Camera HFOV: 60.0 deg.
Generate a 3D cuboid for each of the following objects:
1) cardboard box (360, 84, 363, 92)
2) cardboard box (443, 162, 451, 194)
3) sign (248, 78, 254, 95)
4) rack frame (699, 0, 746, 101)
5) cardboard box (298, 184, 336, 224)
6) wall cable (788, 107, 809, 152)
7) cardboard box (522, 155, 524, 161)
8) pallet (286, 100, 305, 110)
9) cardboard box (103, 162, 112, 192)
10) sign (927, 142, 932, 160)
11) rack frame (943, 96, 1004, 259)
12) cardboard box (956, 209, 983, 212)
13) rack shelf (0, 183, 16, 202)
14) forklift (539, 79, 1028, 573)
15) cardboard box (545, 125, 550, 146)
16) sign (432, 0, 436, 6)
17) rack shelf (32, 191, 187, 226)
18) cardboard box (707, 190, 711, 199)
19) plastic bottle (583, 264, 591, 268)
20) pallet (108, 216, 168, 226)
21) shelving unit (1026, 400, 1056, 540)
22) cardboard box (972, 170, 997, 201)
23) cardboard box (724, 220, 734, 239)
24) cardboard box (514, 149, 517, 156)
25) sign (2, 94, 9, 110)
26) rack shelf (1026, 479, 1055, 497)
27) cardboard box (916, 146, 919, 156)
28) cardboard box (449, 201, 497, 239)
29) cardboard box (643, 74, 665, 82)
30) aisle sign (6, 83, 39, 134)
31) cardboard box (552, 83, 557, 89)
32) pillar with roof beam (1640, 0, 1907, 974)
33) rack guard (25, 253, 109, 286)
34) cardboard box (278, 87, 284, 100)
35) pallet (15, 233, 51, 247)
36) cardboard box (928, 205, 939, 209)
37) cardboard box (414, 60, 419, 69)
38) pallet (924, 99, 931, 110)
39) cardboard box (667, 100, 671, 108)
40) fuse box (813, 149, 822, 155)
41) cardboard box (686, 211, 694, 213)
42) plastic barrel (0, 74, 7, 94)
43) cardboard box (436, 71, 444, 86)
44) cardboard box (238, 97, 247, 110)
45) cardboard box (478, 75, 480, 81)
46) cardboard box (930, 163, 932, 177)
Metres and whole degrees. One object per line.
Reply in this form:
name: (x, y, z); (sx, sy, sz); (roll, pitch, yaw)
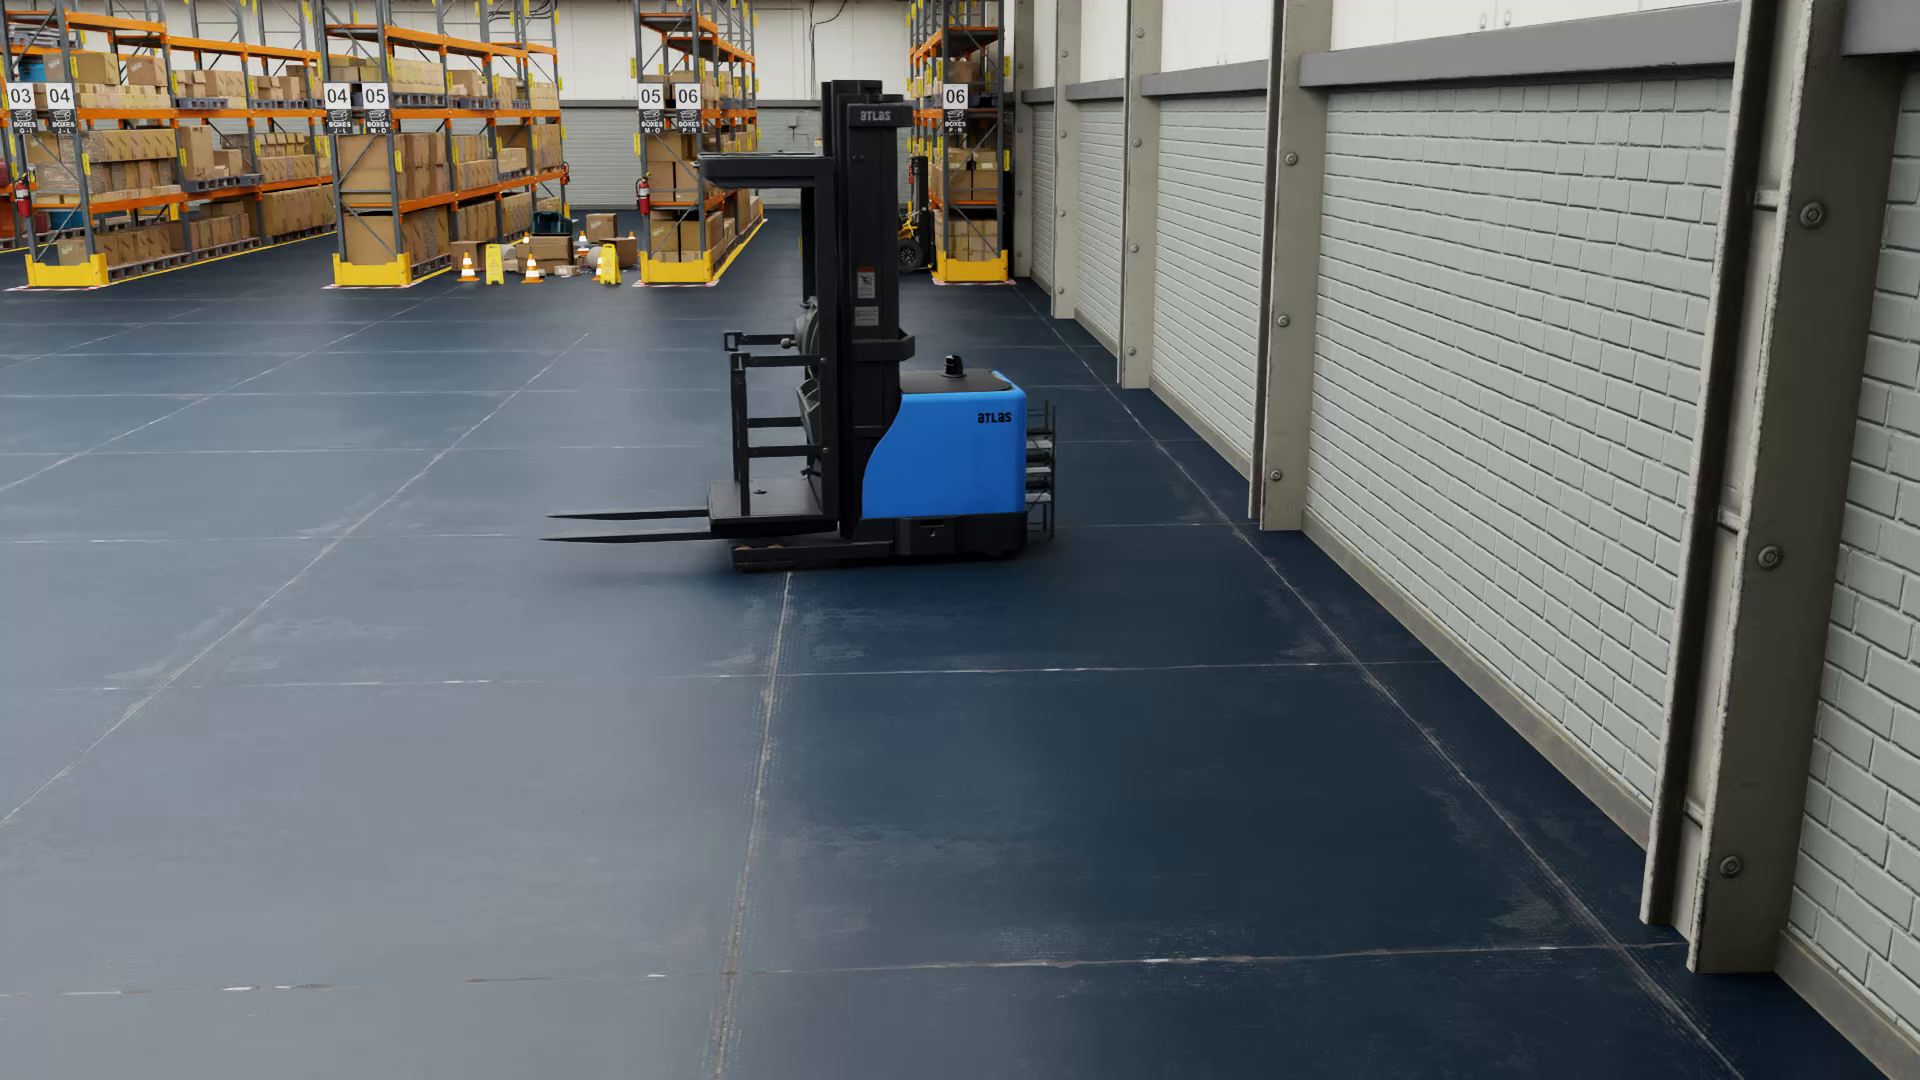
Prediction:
cardboard box: (-10.064, -7.466, 27.465); (0.380, 0.149, 0.250); (-1, 14, -3)
cardboard box: (-9.886, -6.655, 30.571); (0.875, 0.550, 0.550); (-1, 14, -3)
sign: (-14.584, -9.328, 34.205); (0.100, 0.325, 0.005); (-1, 14, -3)
rack frame: (-5.482, -11.671, 38.326); (1.000, 3.000, 0.127); (-1, 14, -3)
cardboard box: (-15.335, -7.952, 39.334); (0.875, 0.875, 0.875); (-1, 14, -3)
wall cable: (-4.688, -11.679, 48.358); (0.588, 1.984, 0.122); (-1, 14, -3)
cardboard box: (-10.178, -8.728, 37.993); (0.380, 0.149, 0.250); (-1, 14, -3)
pallet: (-15.267, -9.745, 37.245); (0.805, 0.209, 1.217); (-1, 15, -6)
cardboard box: (-14.787, -6.080, 27.839); (0.875, 0.500, 0.500); (-1, 14, -3)
sign: (-0.574, -7.365, 31.466); (0.100, 0.325, 0.005); (-1, 14, -3)
rack frame: (0.215, -5.858, 27.776); (1.000, 3.000, 0.127); (-1, 14, -3)
cardboard box: (0.191, -6.090, 31.344); (0.500, 0.250, 0.500); (-1, 14, -2)
rack shelf: (-19.945, -6.695, 32.472); (1.077, 0.370, 4.000); (-1, 14, -3)
forklift: (-1.137, -1.356, 10.416); (3.031, 2.935, 1.130); (-2, 15, -10)
cardboard box: (-10.279, -9.838, 40.440); (0.500, 0.500, 0.500); (-1, 14, -5)
sign: (-10.710, -11.054, 33.896); (0.100, 0.325, 0.005); (-1, 14, -3)
rack shelf: (-14.754, -5.777, 28.902); (1.077, 0.370, 4.000); (-1, 14, -3)
cardboard box: (-4.489, -5.940, 28.599); (0.380, 0.149, 0.250); (-1, 14, -3)
plastic bottle: (-6.779, -5.003, 30.347); (0.133, 0.061, 0.283); (2, 15, 6)
pallet: (-20.552, -7.974, 41.596); (1.003, 0.211, 1.213); (-1, 14, -3)
shelving unit: (0.486, -0.461, 11.011); (0.258, 0.900, 0.210); (-3, 15, -11)
cardboard box: (0.461, -6.034, 28.259); (0.500, 0.500, 0.500); (0, 14, -2)
cardboard box: (-5.156, -6.377, 34.222); (0.950, 0.372, 0.625); (-1, 14, -5)
cardboard box: (-10.137, -8.679, 37.206); (0.380, 0.149, 0.250); (-1, 14, -5)
sign: (-19.520, -8.953, 33.994); (0.100, 0.325, 0.005); (-1, 14, -3)
rack shelf: (0.486, -0.341, 11.041); (0.258, 0.077, 0.200); (-3, 15, -11)
cardboard box: (-0.641, -8.647, 37.570); (0.700, 0.500, 0.500); (-1, 14, -4)
cardboard box: (-10.221, -6.630, 34.446); (1.050, 0.750, 0.750); (-1, 14, -4)
cardboard box: (-5.055, -7.578, 27.341); (0.380, 0.149, 0.250); (-1, 14, -3)
aisle sign: (-14.926, -6.867, 26.478); (0.394, 0.787, 0.004); (-1, 14, -3)
cardboard box: (-10.351, -11.396, 41.774); (0.380, 0.149, 0.250); (-1, 14, -4)
pillar with roof beam: (-1.738, -2.916, 4.298); (9.100, 9.000, 0.400); (-1, 14, -3)
rack guard: (-14.635, -4.436, 27.264); (1.175, 0.500, 0.348); (-1, 14, -3)
cardboard box: (-15.395, -9.951, 36.998); (0.500, 0.311, 0.500); (-1, 14, -5)
pallet: (-20.160, -6.386, 35.422); (1.003, 0.211, 1.213); (-1, 14, -3)
cardboard box: (-0.256, -6.746, 35.148); (0.875, 0.625, 0.625); (0, 14, -2)
cardboard box: (-9.470, -8.116, 28.391); (0.380, 0.149, 0.250); (-1, 14, -3)
pallet: (-0.149, -9.042, 34.507); (1.213, 0.211, 1.003); (0, 14, -1)
cardboard box: (-5.071, -7.324, 27.957); (0.380, 0.149, 0.250); (0, 14, -2)
fuse box: (-3.997, -10.534, 48.534); (0.539, 1.711, 0.414); (-1, 14, -3)
cardboard box: (-5.220, -5.860, 30.951); (0.500, 0.500, 0.500); (0, 14, -1)
plastic barrel: (-20.101, -9.546, 34.384); (0.600, 0.830, 0.708); (-1, 14, -3)
cardboard box: (-9.634, -8.331, 30.028); (0.500, 0.250, 0.500); (-1, 14, -4)
cardboard box: (-14.851, -8.883, 33.812); (0.500, 0.250, 0.500); (-1, 14, -3)
cardboard box: (-10.554, -9.957, 35.948); (0.396, 0.266, 0.258); (-1, 14, -3)
cardboard box: (-0.319, -7.141, 32.058); (0.500, 0.250, 0.500); (-1, 14, -5)
